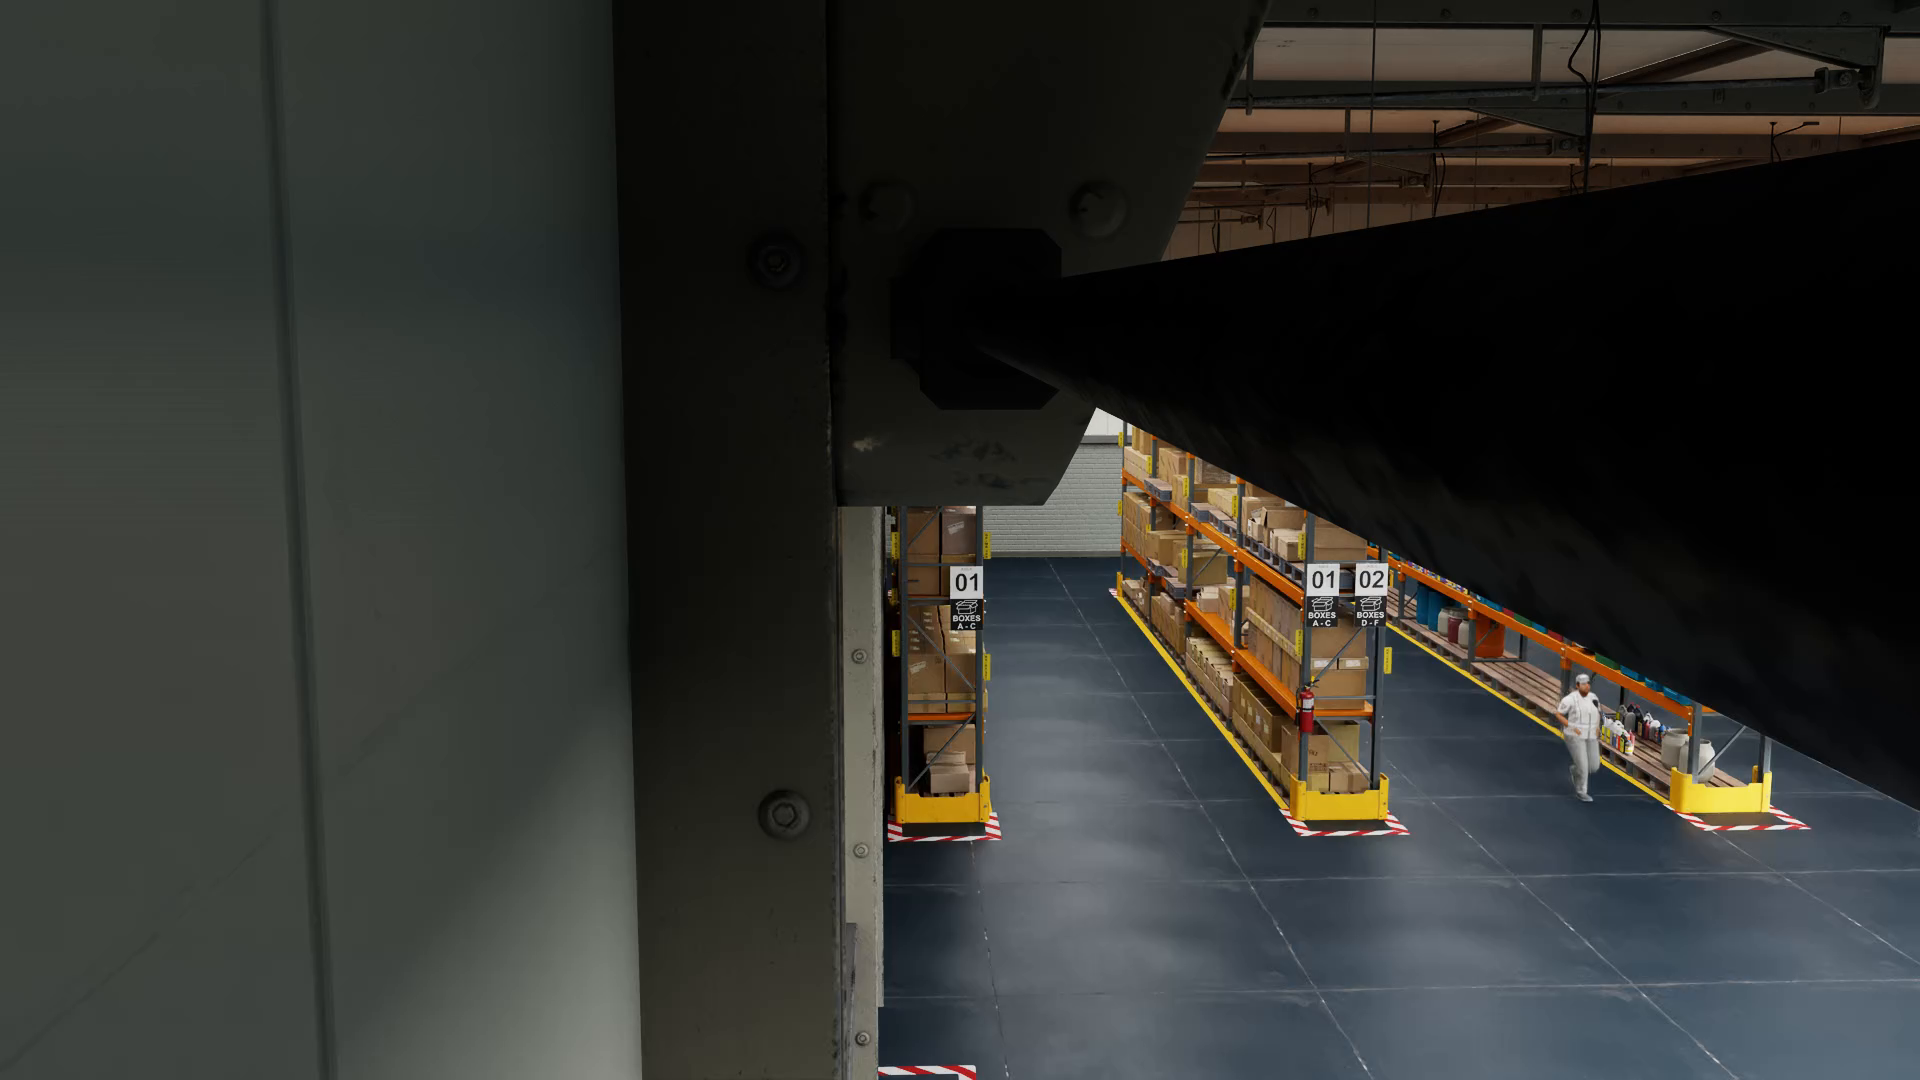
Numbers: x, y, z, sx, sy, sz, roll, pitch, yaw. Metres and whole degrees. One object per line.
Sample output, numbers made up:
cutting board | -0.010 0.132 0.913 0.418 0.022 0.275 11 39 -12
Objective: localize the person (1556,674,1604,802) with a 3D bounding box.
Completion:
person | 8.004 2.525 21.454 0.599 1.615 0.604 -2 8 -11
